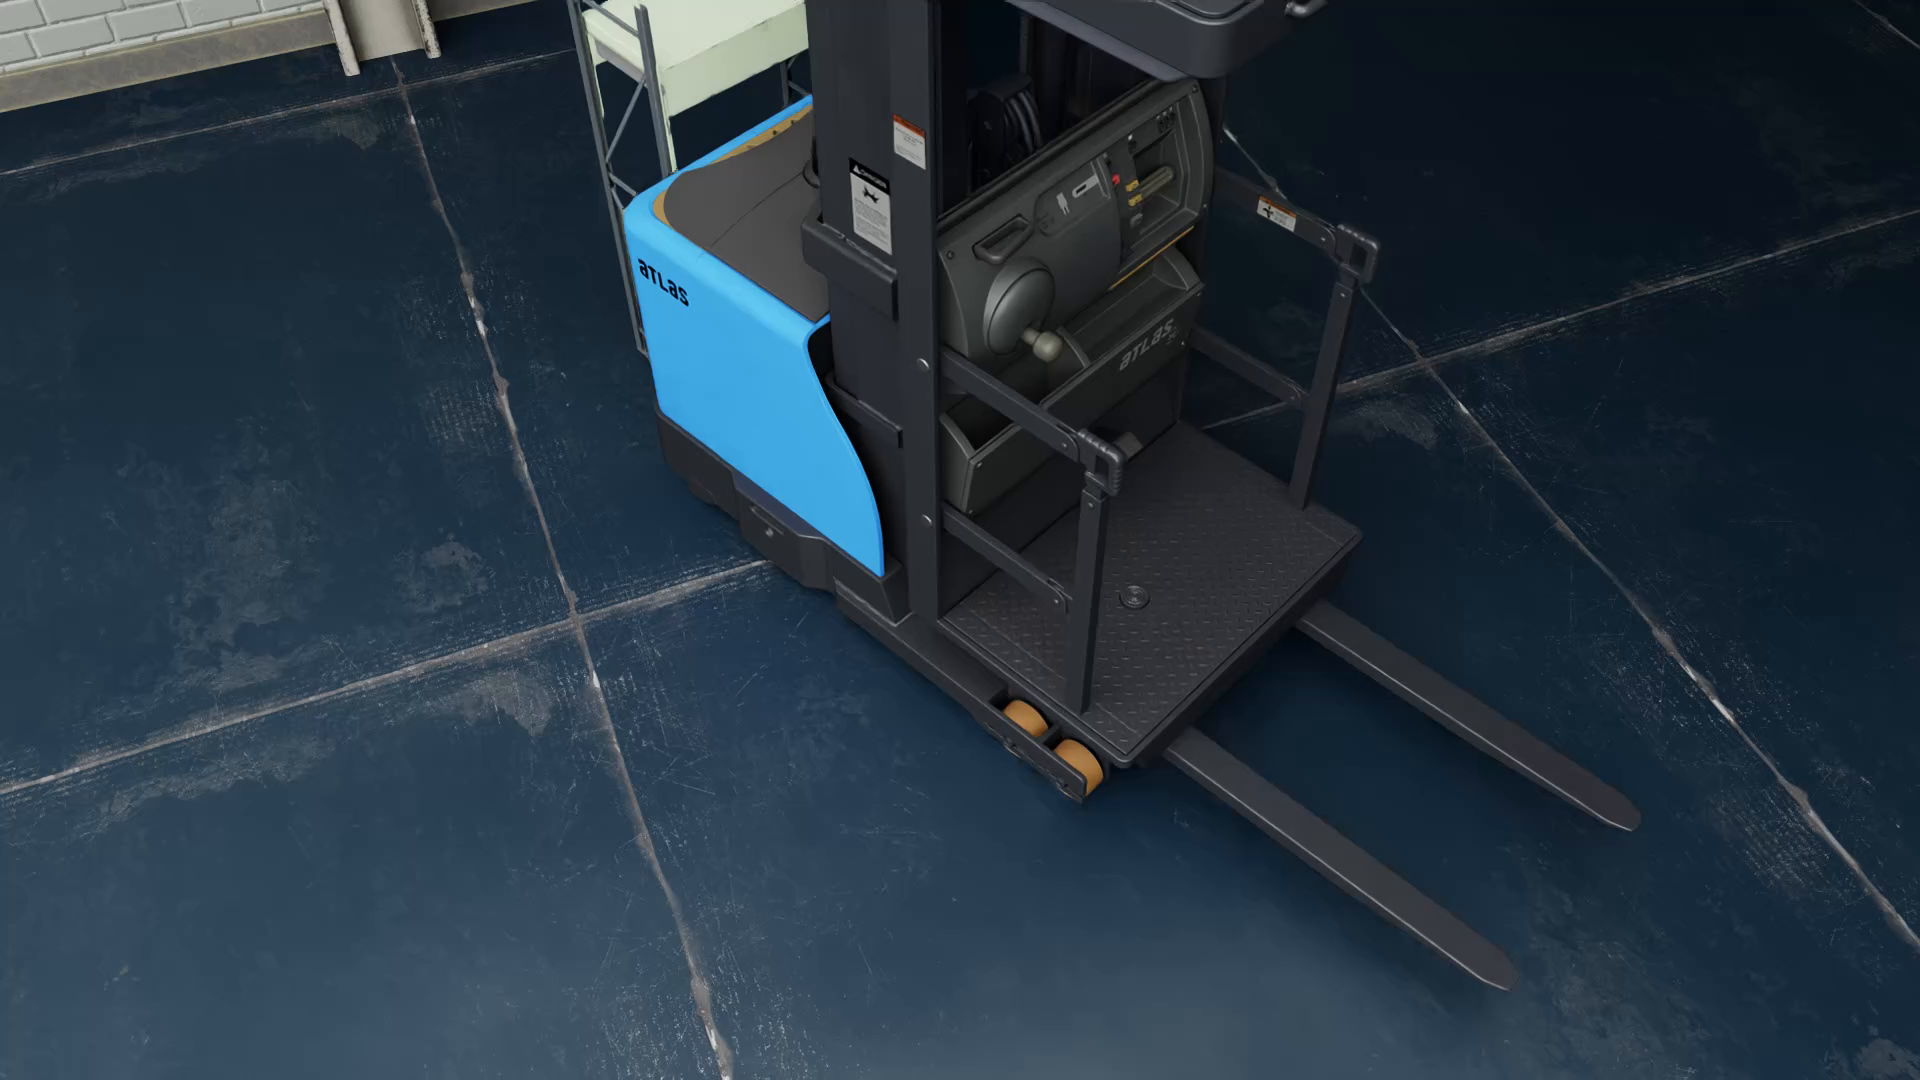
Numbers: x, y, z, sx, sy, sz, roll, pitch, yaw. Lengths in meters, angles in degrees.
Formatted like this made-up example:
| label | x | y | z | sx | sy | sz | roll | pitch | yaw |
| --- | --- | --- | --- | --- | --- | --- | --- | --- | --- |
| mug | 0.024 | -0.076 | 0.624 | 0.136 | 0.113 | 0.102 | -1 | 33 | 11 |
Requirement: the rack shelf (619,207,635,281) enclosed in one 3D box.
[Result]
| label | x | y | z | sx | sy | sz | roll | pitch | yaw |
| --- | --- | --- | --- | --- | --- | --- | --- | --- | --- |
| rack shelf | -0.720 | -1.032 | 5.575 | 0.720 | 0.370 | 0.431 | -35 | 58 | -26 |

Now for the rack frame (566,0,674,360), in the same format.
| label | x | y | z | sx | sy | sz | roll | pitch | yaw |
| --- | --- | --- | --- | --- | --- | --- | --- | --- | --- |
| rack frame | -0.989 | -1.056 | 5.166 | 0.023 | 1.500 | 0.400 | -35 | 58 | -26 |

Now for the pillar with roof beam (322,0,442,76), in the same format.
| label | x | y | z | sx | sy | sz | roll | pitch | yaw |
| --- | --- | --- | --- | --- | --- | --- | --- | --- | --- |
| pillar with roof beam | -0.793 | -1.998 | 1.034 | 0.400 | 9.000 | 9.100 | -17 | 52 | -14 |

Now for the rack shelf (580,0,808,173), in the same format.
| label | x | y | z | sx | sy | sz | roll | pitch | yaw |
| --- | --- | --- | --- | --- | --- | --- | --- | --- | --- |
| rack shelf | -0.724 | -1.501 | 5.034 | 0.720 | 0.370 | 0.431 | -35 | 58 | -26 |

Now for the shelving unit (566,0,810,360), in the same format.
| label | x | y | z | sx | sy | sz | roll | pitch | yaw |
| --- | --- | --- | --- | --- | --- | --- | --- | --- | --- |
| shelving unit | -0.722 | -1.246 | 5.329 | 0.755 | 1.500 | 0.431 | -35 | 58 | -26 |

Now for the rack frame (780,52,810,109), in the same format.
| label | x | y | z | sx | sy | sz | roll | pitch | yaw |
| --- | --- | --- | --- | --- | --- | --- | --- | --- | --- |
| rack frame | -0.455 | -1.436 | 5.492 | 0.023 | 1.500 | 0.400 | -35 | 58 | -26 |

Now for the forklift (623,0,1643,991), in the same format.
| label | x | y | z | sx | sy | sz | roll | pitch | yaw |
| --- | --- | --- | --- | --- | --- | --- | --- | --- | --- |
| forklift | 0.454 | -0.690 | 3.911 | 3.031 | 2.935 | 1.130 | 36 | 58 | 27 |
